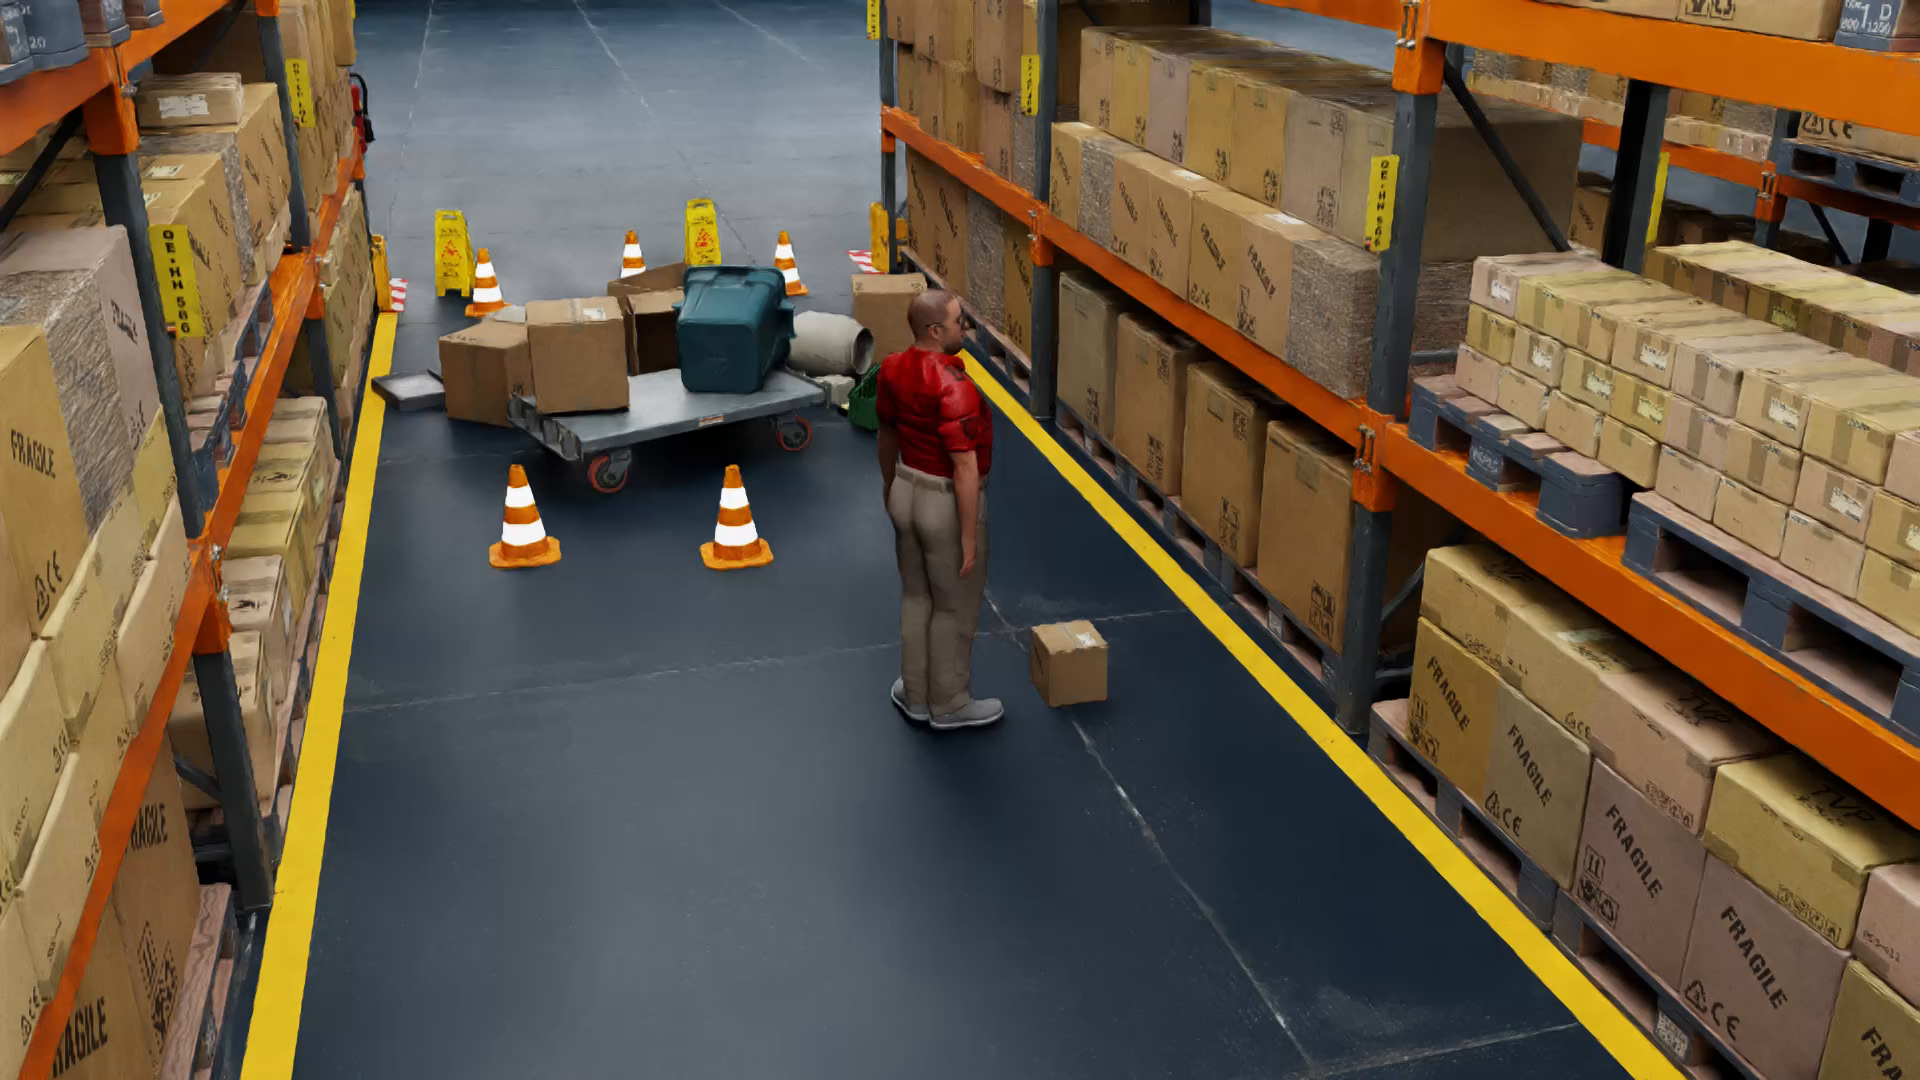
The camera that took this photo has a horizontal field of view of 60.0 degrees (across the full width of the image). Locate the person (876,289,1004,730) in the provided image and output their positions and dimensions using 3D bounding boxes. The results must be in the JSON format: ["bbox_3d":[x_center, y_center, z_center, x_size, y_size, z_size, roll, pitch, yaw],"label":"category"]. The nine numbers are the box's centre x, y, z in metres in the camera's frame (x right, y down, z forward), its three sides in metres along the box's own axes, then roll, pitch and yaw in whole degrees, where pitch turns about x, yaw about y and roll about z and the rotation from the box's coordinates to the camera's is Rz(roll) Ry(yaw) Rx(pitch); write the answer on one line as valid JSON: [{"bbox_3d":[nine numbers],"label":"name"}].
[{"bbox_3d":[-0.097,-0.126,6.377,0.360,1.730,0.696,-19,29,-38],"label":"person"}]
